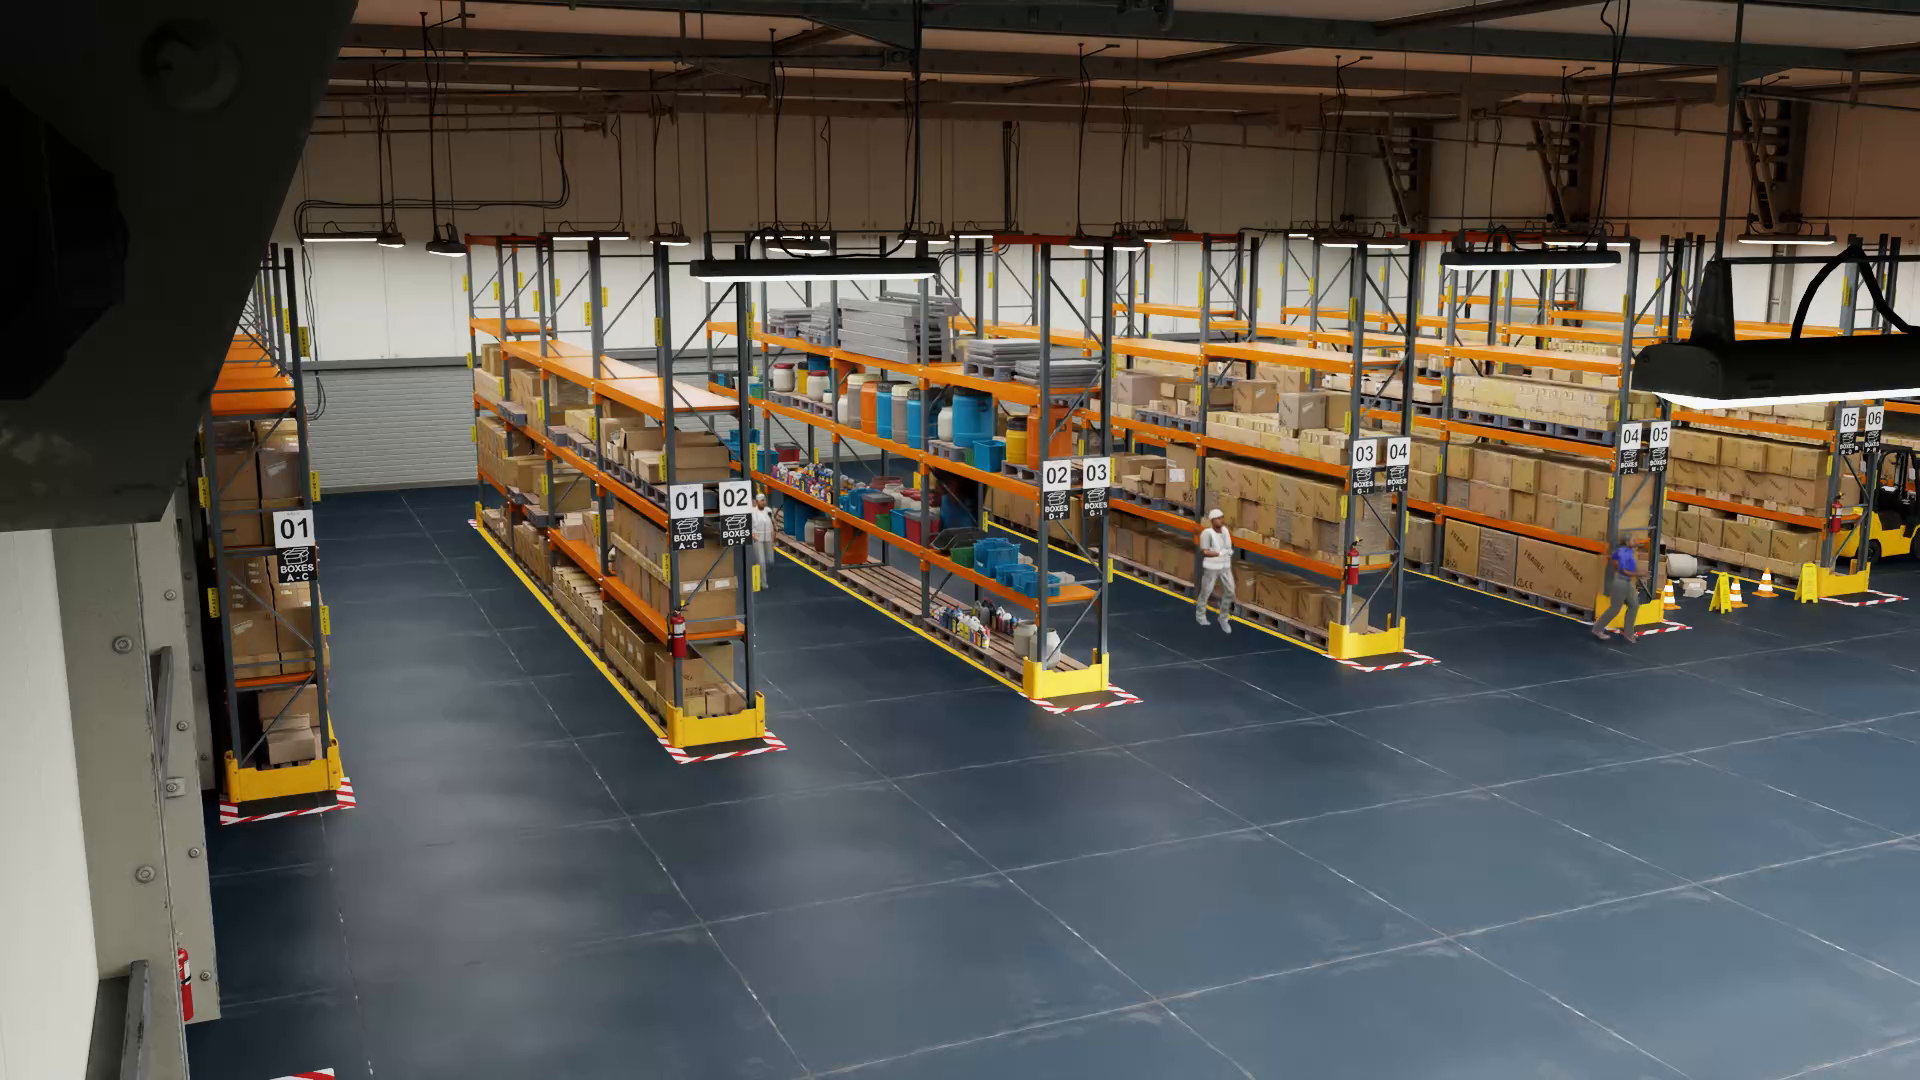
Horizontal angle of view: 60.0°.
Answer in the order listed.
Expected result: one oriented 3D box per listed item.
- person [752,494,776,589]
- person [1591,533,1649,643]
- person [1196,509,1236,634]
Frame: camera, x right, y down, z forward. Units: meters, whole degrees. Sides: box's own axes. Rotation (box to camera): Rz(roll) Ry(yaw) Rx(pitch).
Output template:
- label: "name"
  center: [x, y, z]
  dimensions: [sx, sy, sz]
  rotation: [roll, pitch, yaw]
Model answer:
- label: "person"
  center: [-3.475, -0.001, 28.858]
  dimensions: [0.601, 1.638, 0.573]
  rotation: [-6, 12, -27]
- label: "person"
  center: [9.969, 0.745, 25.067]
  dimensions: [0.756, 1.722, 0.597]
  rotation: [5, 12, 26]
- label: "person"
  center: [3.827, 0.473, 24.614]
  dimensions: [0.667, 1.878, 0.719]
  rotation: [-7, 13, -32]
